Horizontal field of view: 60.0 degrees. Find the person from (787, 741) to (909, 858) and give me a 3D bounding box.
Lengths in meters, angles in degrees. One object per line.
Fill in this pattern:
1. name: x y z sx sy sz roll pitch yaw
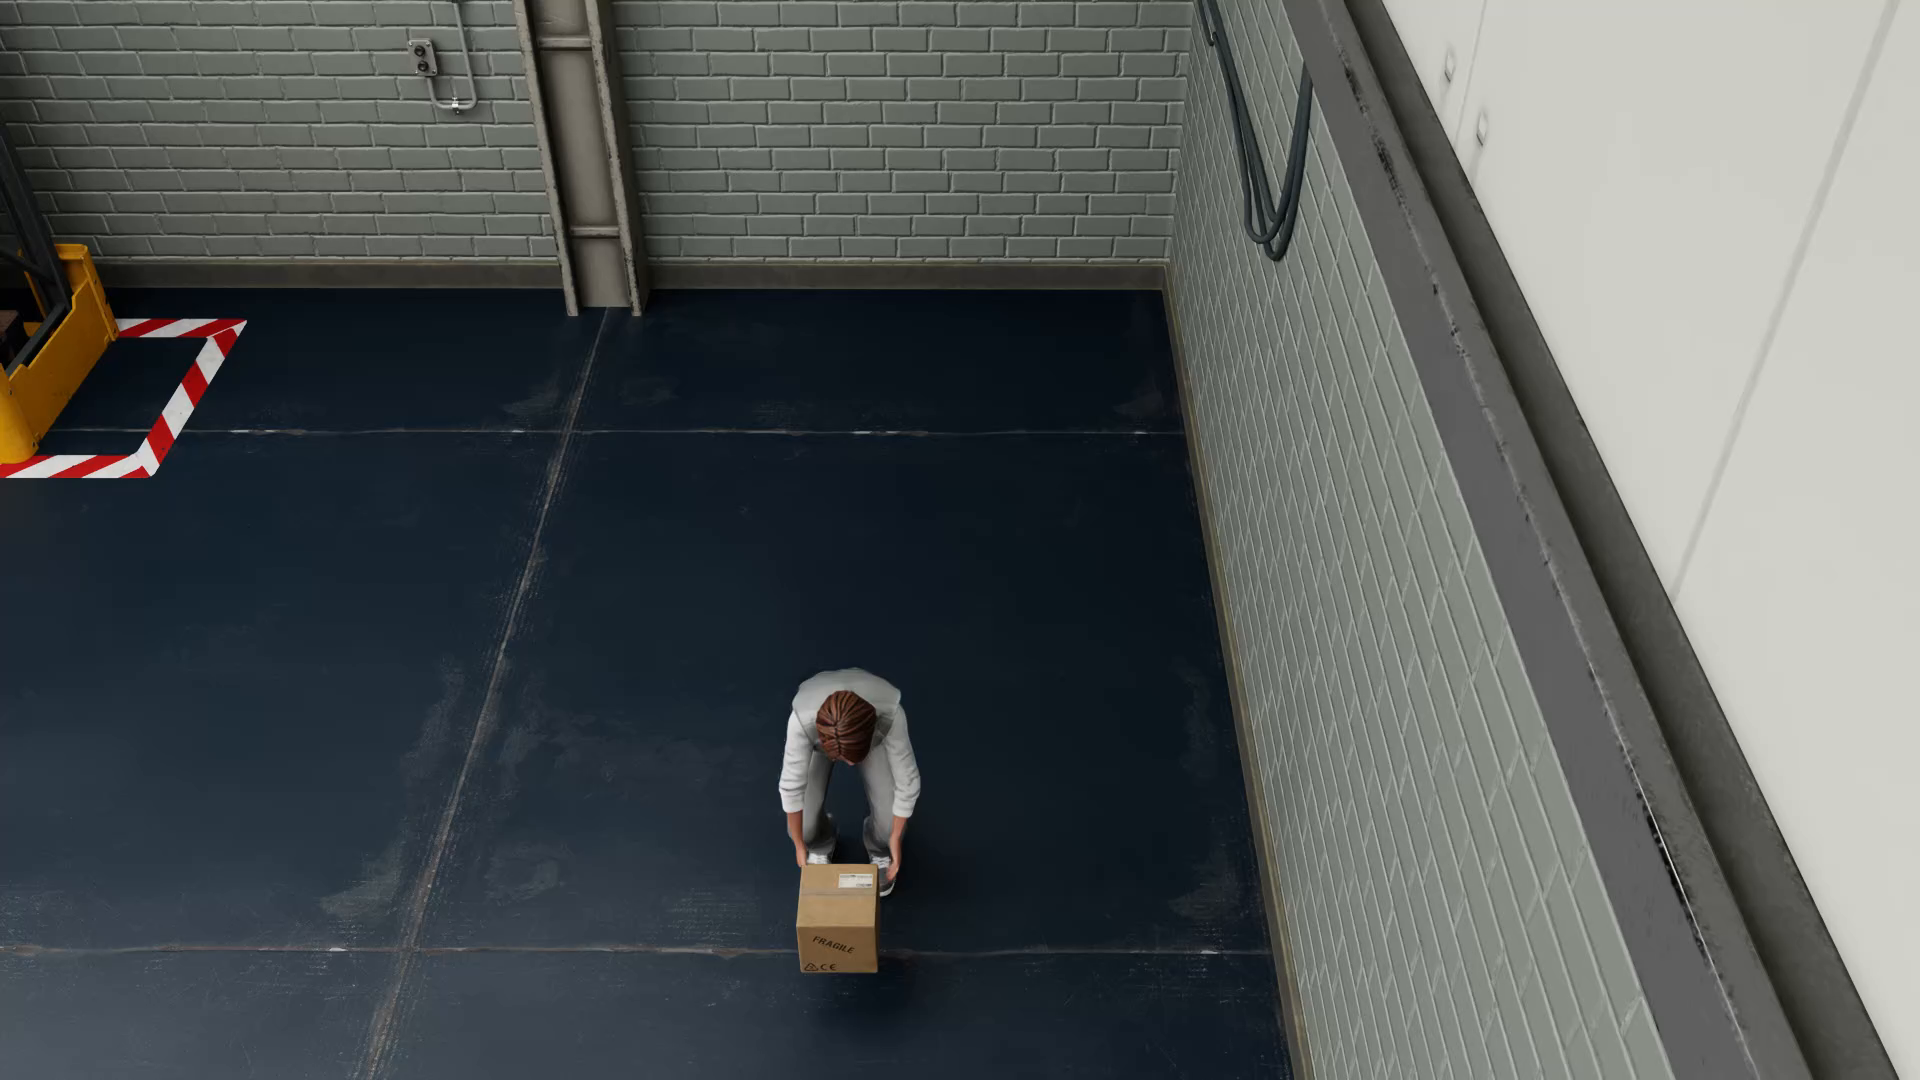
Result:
1. person: -0.383 0.857 5.762 0.416 0.664 0.484 0 40 0
